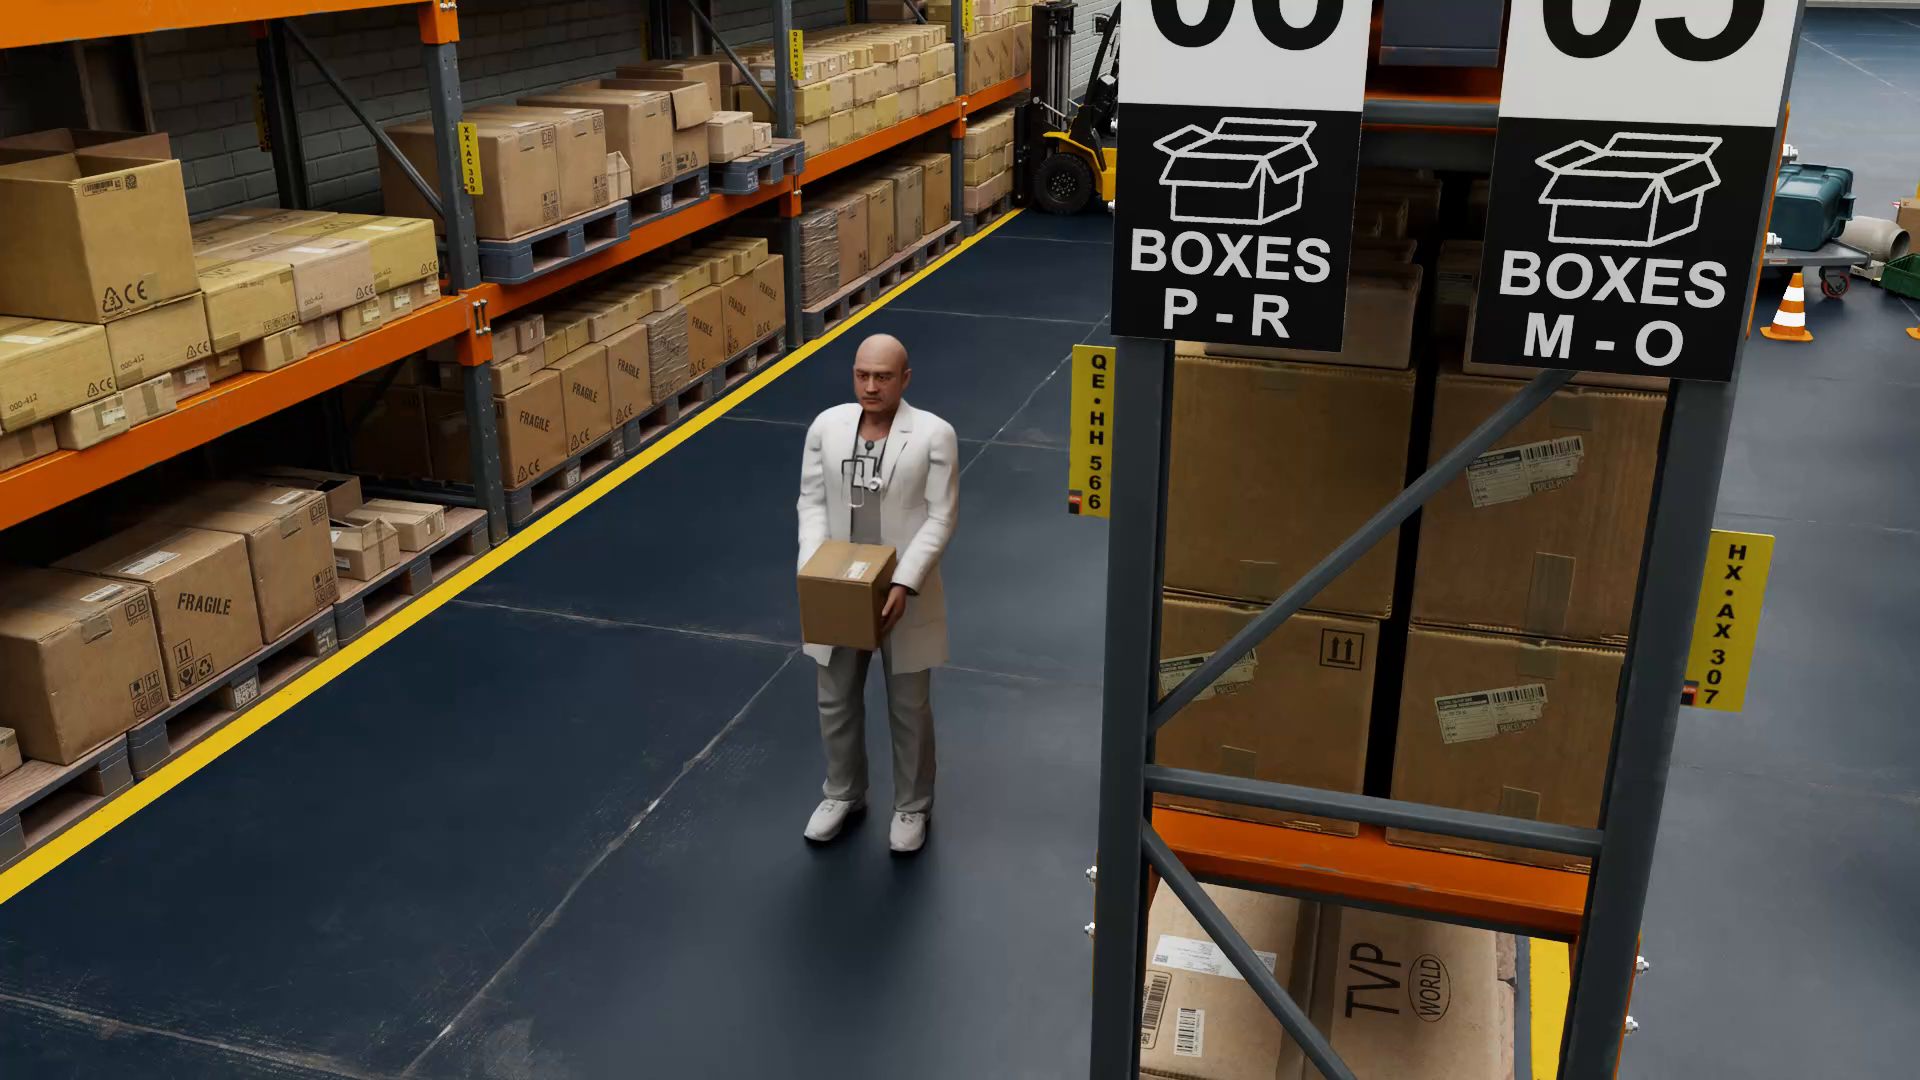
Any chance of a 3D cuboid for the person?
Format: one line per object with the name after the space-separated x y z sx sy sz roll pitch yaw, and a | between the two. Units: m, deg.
-0.266 0.277 5.658 0.645 1.590 0.429 5 22 13 | person
